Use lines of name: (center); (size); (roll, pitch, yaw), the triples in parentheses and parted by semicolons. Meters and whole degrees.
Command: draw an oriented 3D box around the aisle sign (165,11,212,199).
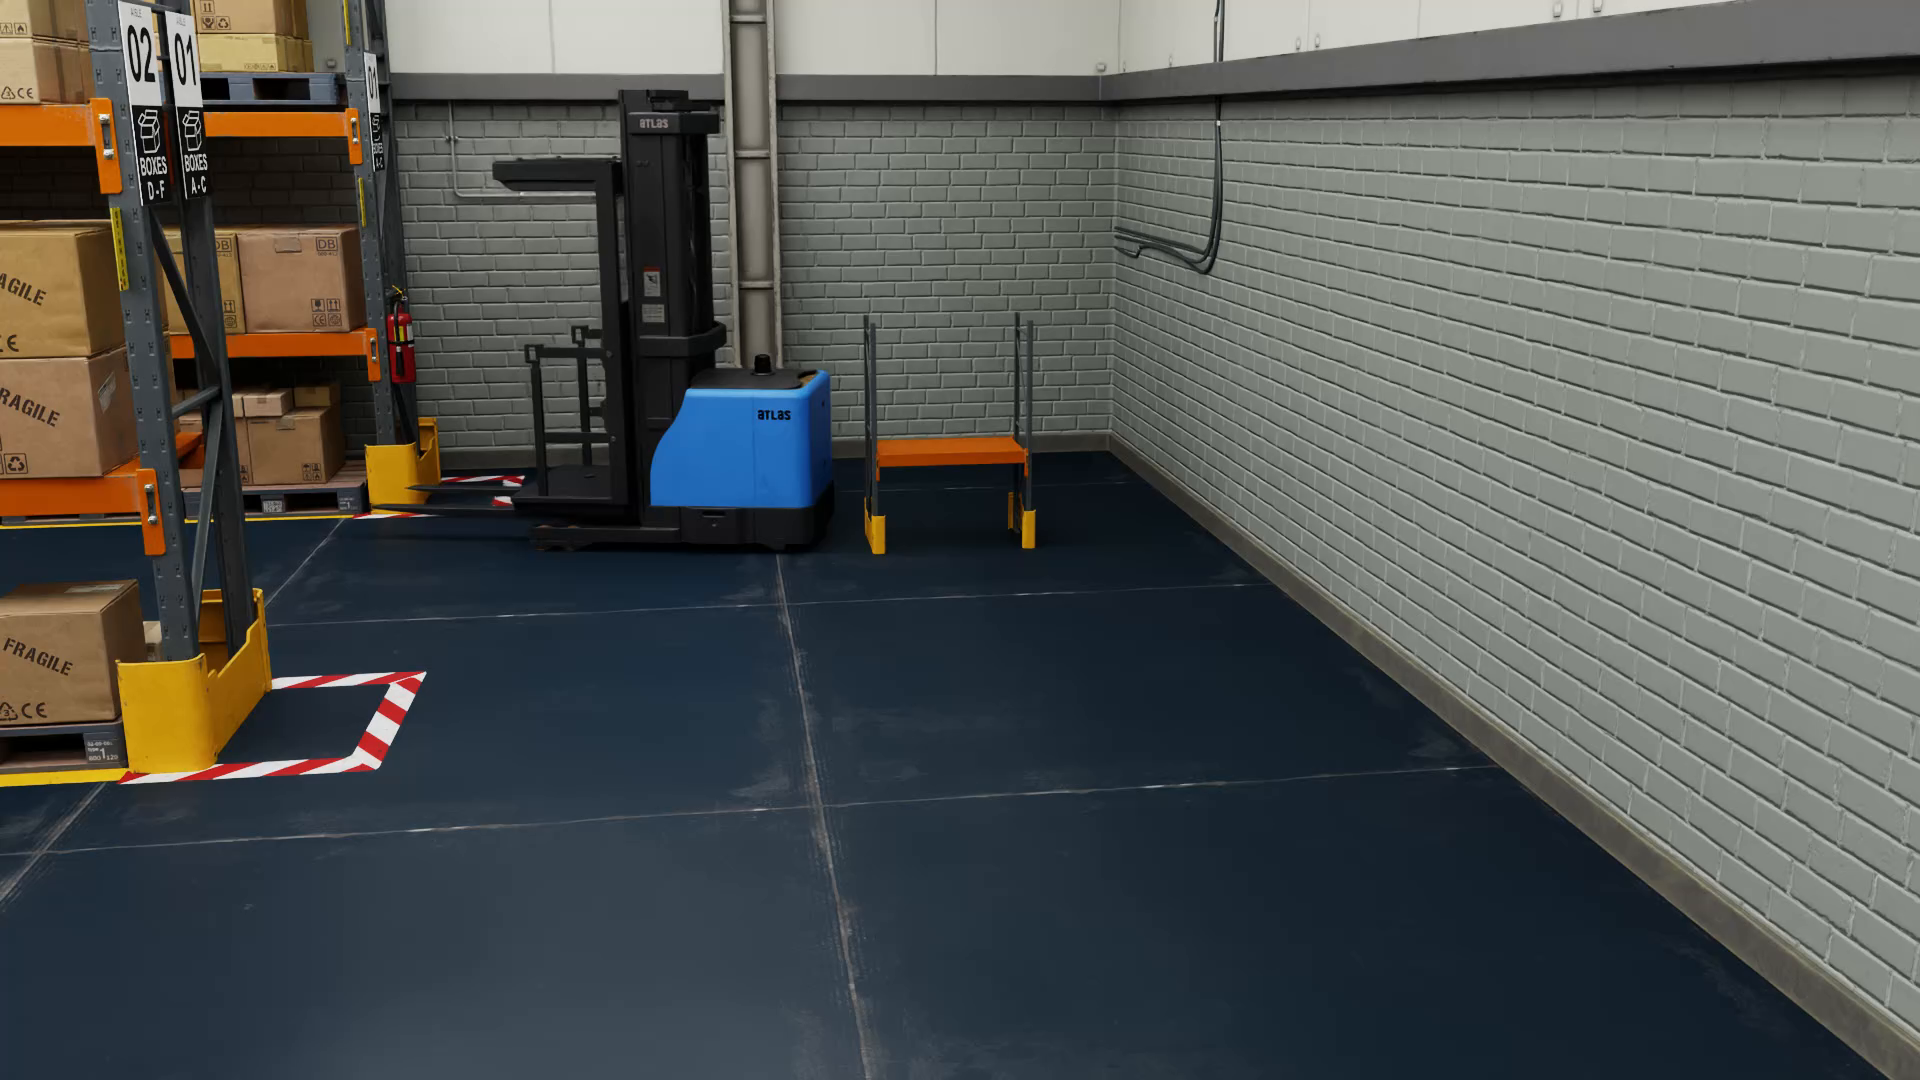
aisle sign: (-3.420, -1.924, 7.381); (0.004, 0.787, 0.394); (-2, 14, -8)

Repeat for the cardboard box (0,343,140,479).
cardboard box: (-3.846, -0.556, 7.068); (0.500, 0.500, 0.500); (-2, 14, -7)

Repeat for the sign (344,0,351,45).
sign: (-4.118, -3.496, 11.171); (0.005, 0.325, 0.100); (-2, 14, -8)

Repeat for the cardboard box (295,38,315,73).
cardboard box: (-4.944, -3.448, 11.877); (0.500, 0.250, 0.500); (-1, 14, -5)

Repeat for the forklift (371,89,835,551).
forklift: (-2.427, -1.477, 11.086); (3.031, 2.935, 1.130); (1, 14, 4)

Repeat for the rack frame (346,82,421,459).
rack frame: (-4.185, -1.781, 12.157); (0.127, 3.000, 1.000); (-2, 14, -8)

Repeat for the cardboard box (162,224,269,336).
cardboard box: (-5.406, -1.876, 11.921); (0.700, 0.700, 0.980); (-2, 14, -9)

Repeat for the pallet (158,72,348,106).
pallet: (-4.917, -3.163, 11.685); (1.213, 0.211, 1.003); (-2, 14, -8)

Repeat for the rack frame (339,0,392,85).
rack frame: (-4.185, -4.691, 11.427); (0.127, 3.000, 1.000); (-2, 14, -8)

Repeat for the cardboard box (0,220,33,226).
cardboard box: (-4.437, -1.150, 7.378); (0.500, 0.500, 0.500); (-2, 14, -8)

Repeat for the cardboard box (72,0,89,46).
cardboard box: (-3.990, -2.258, 7.174); (0.500, 0.250, 0.500); (-2, 14, -8)

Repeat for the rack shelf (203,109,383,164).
rack shelf: (-6.163, -2.814, 11.590); (4.000, 0.370, 1.077); (-2, 14, -8)

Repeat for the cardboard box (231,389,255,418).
cardboard box: (-5.215, -0.979, 11.903); (0.250, 0.149, 0.380); (-2, 14, -7)

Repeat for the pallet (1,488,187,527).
pallet: (-6.168, -0.337, 12.132); (1.213, 0.211, 1.003); (-2, 14, -8)

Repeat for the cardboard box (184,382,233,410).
cardboard box: (-5.517, -1.062, 12.234); (0.250, 0.149, 0.380); (-2, 14, -8)

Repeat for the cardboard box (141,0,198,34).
cardboard box: (-5.365, -3.671, 11.226); (0.500, 0.500, 0.500); (-2, 14, -7)

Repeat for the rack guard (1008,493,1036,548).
rack guard: (0.417, -0.137, 11.252); (0.087, 0.250, 0.587); (-2, 14, -8)

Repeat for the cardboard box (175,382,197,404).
cardboard box: (-5.768, -1.053, 12.196); (0.250, 0.149, 0.380); (-2, 14, -8)

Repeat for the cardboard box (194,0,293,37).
cardboard box: (-4.868, -3.687, 11.288); (0.500, 0.500, 0.500); (-2, 14, -8)

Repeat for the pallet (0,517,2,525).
pallet: (-7.377, -0.292, 11.953); (1.213, 0.211, 1.003); (-2, 14, -8)

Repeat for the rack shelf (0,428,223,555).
rack shelf: (-5.421, -0.168, 7.205); (4.000, 0.370, 1.077); (-2, 14, -8)

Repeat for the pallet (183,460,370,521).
pallet: (-4.964, -0.381, 12.305); (1.213, 0.211, 1.003); (-2, 14, -8)

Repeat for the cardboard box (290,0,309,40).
cardboard box: (-4.943, -3.811, 11.782); (0.500, 0.500, 0.500); (-3, 14, -10)

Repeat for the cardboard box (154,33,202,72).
cardboard box: (-5.384, -3.306, 11.310); (0.500, 0.250, 0.500); (-3, 14, -10)

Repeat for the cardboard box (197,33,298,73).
cardboard box: (-4.870, -3.325, 11.386); (0.500, 0.250, 0.500); (-2, 14, -7)

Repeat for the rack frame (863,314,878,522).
rack frame: (-0.587, -0.706, 10.954); (0.032, 1.500, 0.500); (-2, 14, -8)

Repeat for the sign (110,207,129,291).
sign: (-3.381, -1.170, 6.691); (0.005, 0.325, 0.100); (-2, 14, -8)

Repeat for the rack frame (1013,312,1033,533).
rack frame: (0.418, -0.743, 11.101); (0.032, 1.500, 0.500); (-2, 14, -8)

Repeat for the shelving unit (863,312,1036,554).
shelving unit: (-0.075, -0.725, 11.028); (1.083, 1.500, 0.587); (-2, 14, -8)

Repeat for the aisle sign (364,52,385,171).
aisle sign: (-4.069, -2.972, 11.563); (0.004, 0.787, 0.394); (-2, 14, -8)

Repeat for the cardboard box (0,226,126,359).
cardboard box: (-3.843, -1.041, 6.944); (0.500, 0.500, 0.500); (-2, 14, -9)

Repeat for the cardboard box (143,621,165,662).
cardboard box: (-3.909, 0.512, 7.968); (0.250, 0.149, 0.380); (-2, 14, -8)

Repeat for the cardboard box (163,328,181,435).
cardboard box: (-3.922, -0.685, 7.583); (0.500, 0.500, 0.500); (-2, 14, -7)

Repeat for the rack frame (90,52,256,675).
rack frame: (-3.443, -0.589, 7.406); (0.127, 3.000, 1.000); (-2, 14, -8)

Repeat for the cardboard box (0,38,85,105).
cardboard box: (-3.912, -1.890, 6.732); (0.500, 0.250, 0.500); (-2, 14, -8)

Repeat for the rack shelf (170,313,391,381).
rack shelf: (-6.163, -1.359, 11.955); (4.000, 0.370, 1.077); (-2, 14, -8)

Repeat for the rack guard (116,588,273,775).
rack guard: (-3.519, 0.626, 7.699); (0.348, 0.500, 1.175); (-2, 14, -8)

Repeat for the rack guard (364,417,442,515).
rack guard: (-4.161, -0.569, 12.464); (0.348, 0.500, 1.175); (-2, 14, -8)

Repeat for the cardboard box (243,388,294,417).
cardboard box: (-4.962, -0.989, 11.940); (0.250, 0.149, 0.380); (-2, 14, -9)

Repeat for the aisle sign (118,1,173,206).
aisle sign: (-3.330, -1.779, 6.806); (0.004, 0.787, 0.394); (-2, 14, -8)

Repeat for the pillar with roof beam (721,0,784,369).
pillar with roof beam: (-1.003, -3.961, 8.518); (0.400, 9.000, 9.100); (-2, 14, -8)

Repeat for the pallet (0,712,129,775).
pallet: (-4.307, 0.795, 7.618); (1.213, 0.211, 1.003); (-2, 14, -8)

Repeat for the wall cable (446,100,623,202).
wall cable: (-3.060, -2.548, 13.125); (1.851, 1.984, 0.084); (-2, 14, -8)

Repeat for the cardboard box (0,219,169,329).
cardboard box: (-3.922, -1.170, 7.461); (0.500, 0.500, 0.500); (-2, 14, -7)

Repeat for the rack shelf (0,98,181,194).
rack shelf: (-5.421, -1.623, 6.840); (4.000, 0.370, 1.077); (-2, 14, -8)

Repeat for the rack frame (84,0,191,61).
rack frame: (-3.443, -3.499, 6.676); (0.127, 3.000, 1.000); (-2, 14, -8)

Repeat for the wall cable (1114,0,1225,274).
wall cable: (1.461, -3.304, 12.279); (0.112, 2.526, 3.097); (-2, 14, -8)

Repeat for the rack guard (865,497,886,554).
rack guard: (-0.568, -0.100, 11.108); (0.087, 0.250, 0.587); (-2, 14, -8)

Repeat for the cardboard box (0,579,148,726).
cardboard box: (-3.944, 0.489, 7.342); (0.500, 0.500, 0.500); (-2, 14, -8)

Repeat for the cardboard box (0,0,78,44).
cardboard box: (-3.914, -2.134, 6.680); (0.500, 0.250, 0.500); (-2, 14, -8)

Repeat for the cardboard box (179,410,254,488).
cardboard box: (-5.357, -0.705, 12.140); (0.500, 0.500, 0.700); (-2, 14, -8)

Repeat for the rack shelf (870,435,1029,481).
rack shelf: (-0.084, -0.550, 11.071); (1.000, 0.185, 0.538); (-2, 14, -8)

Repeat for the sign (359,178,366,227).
sign: (-4.118, -2.326, 11.465); (0.005, 0.325, 0.100); (-2, 14, -8)

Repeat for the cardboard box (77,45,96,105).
cardboard box: (-3.989, -2.014, 7.229); (0.500, 0.250, 0.500); (-2, 14, -8)

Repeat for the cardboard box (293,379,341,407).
cardboard box: (-4.769, -1.090, 12.344); (0.250, 0.149, 0.380); (-2, 14, -8)

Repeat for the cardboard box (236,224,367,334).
cardboard box: (-4.688, -1.906, 12.037); (0.700, 0.700, 0.980); (-1, 14, -6)

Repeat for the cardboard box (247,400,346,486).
cardboard box: (-4.862, -0.723, 12.213); (0.500, 0.500, 0.700); (-2, 14, -8)

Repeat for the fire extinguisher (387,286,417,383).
fire extinguisher: (-3.967, -1.457, 11.791); (0.183, 0.674, 0.296); (-2, 14, -8)

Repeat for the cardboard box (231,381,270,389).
cardboard box: (-5.269, -1.071, 12.270); (0.250, 0.149, 0.380); (-2, 14, -8)
